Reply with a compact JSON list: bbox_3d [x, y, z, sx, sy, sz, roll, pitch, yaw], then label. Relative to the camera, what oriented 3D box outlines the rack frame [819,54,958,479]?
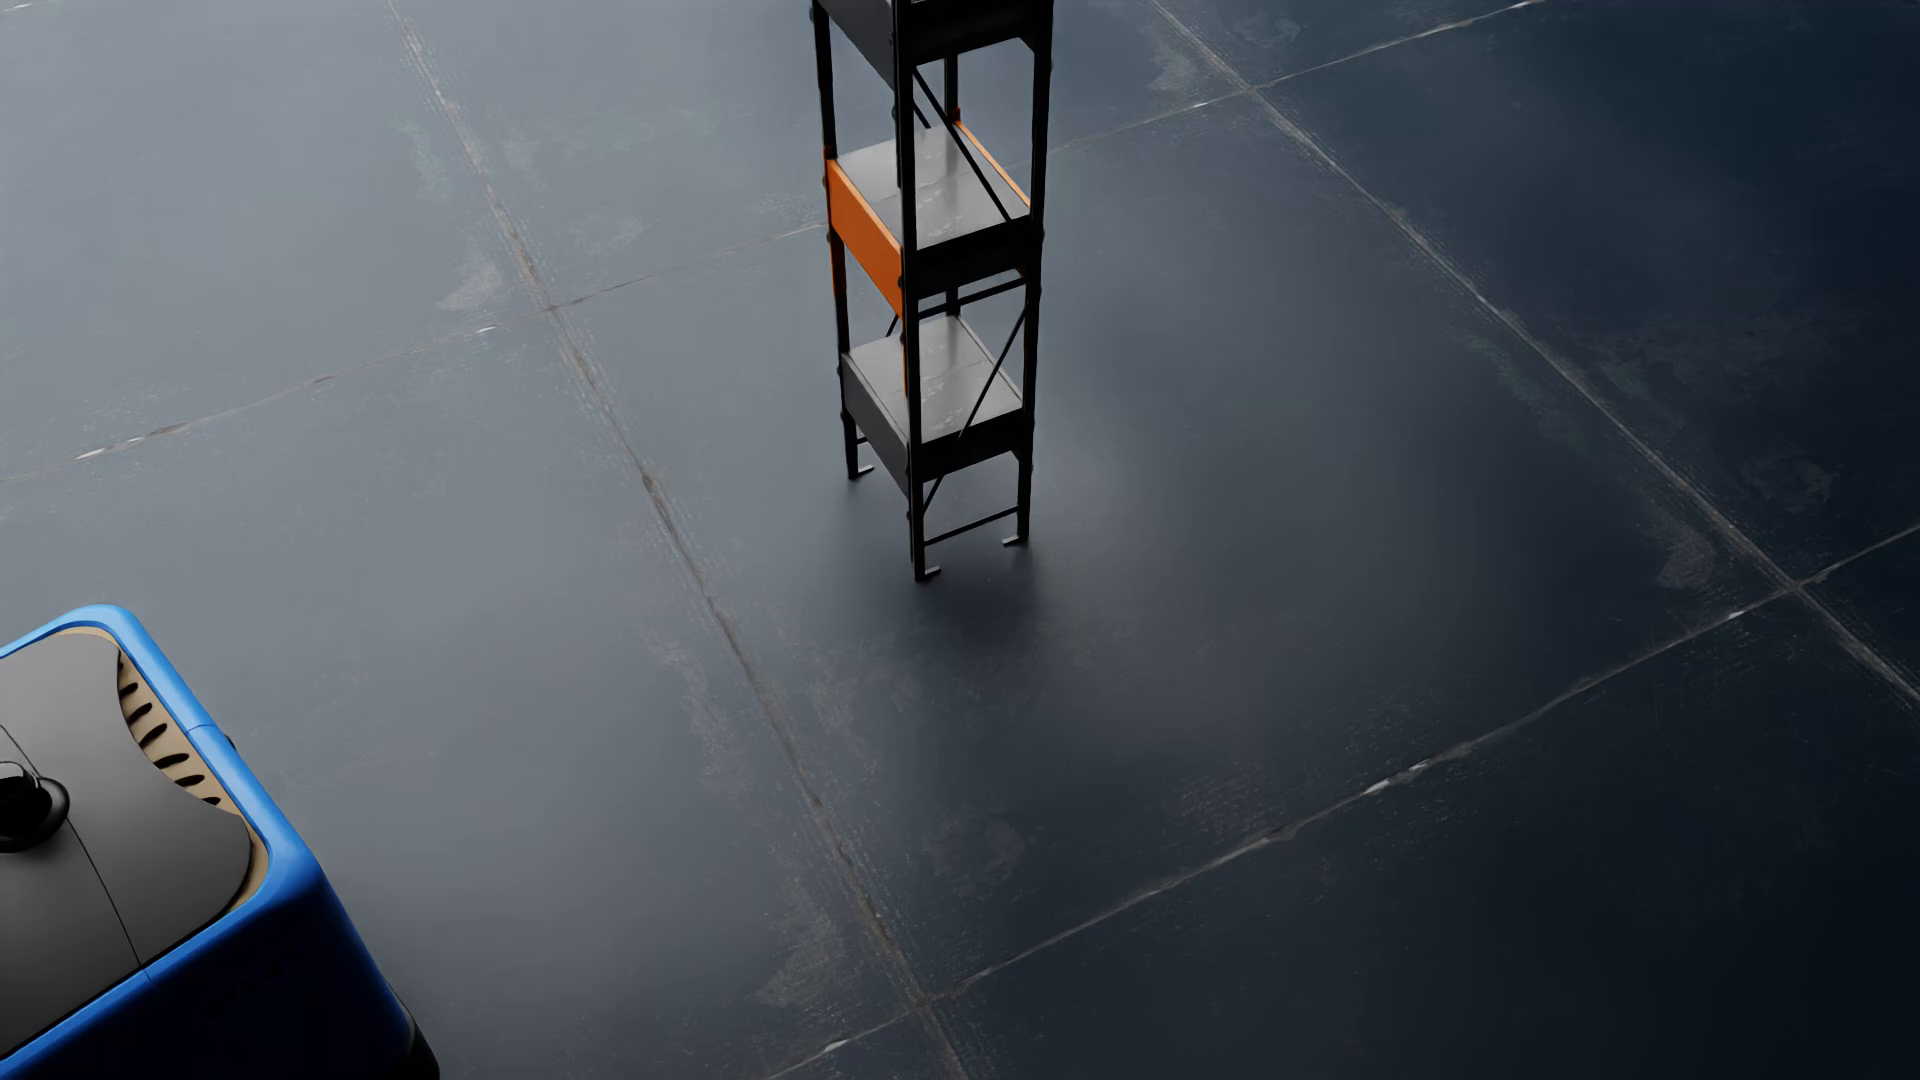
[{"bbox_3d":[-0.187,-0.965,4.699,0.400,2.100,0.015,-21,52,-18],"label":"rack frame"}]

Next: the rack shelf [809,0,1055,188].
[{"bbox_3d":[-0.076,-1.254,4.040,0.431,0.518,0.480,-21,52,-18],"label":"rack shelf"}]

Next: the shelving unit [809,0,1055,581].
[{"bbox_3d":[-0.076,-0.802,4.557,0.431,2.100,0.503,-21,52,-18],"label":"shelving unit"}]

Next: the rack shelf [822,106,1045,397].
[{"bbox_3d":[-0.076,-0.793,4.567,0.431,0.518,0.480,-21,52,-18],"label":"rack shelf"}]

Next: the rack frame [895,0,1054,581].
[{"bbox_3d":[0.036,-0.639,4.414,0.400,2.100,0.015,-21,52,-18],"label":"rack frame"}]

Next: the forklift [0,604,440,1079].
[{"bbox_3d":[-2.684,0.875,2.537,3.031,2.935,1.130,-34,57,-26],"label":"forklift"}]

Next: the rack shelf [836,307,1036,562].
[{"bbox_3d":[-0.076,-0.332,5.094,0.431,0.518,0.480,-21,52,-18],"label":"rack shelf"}]
